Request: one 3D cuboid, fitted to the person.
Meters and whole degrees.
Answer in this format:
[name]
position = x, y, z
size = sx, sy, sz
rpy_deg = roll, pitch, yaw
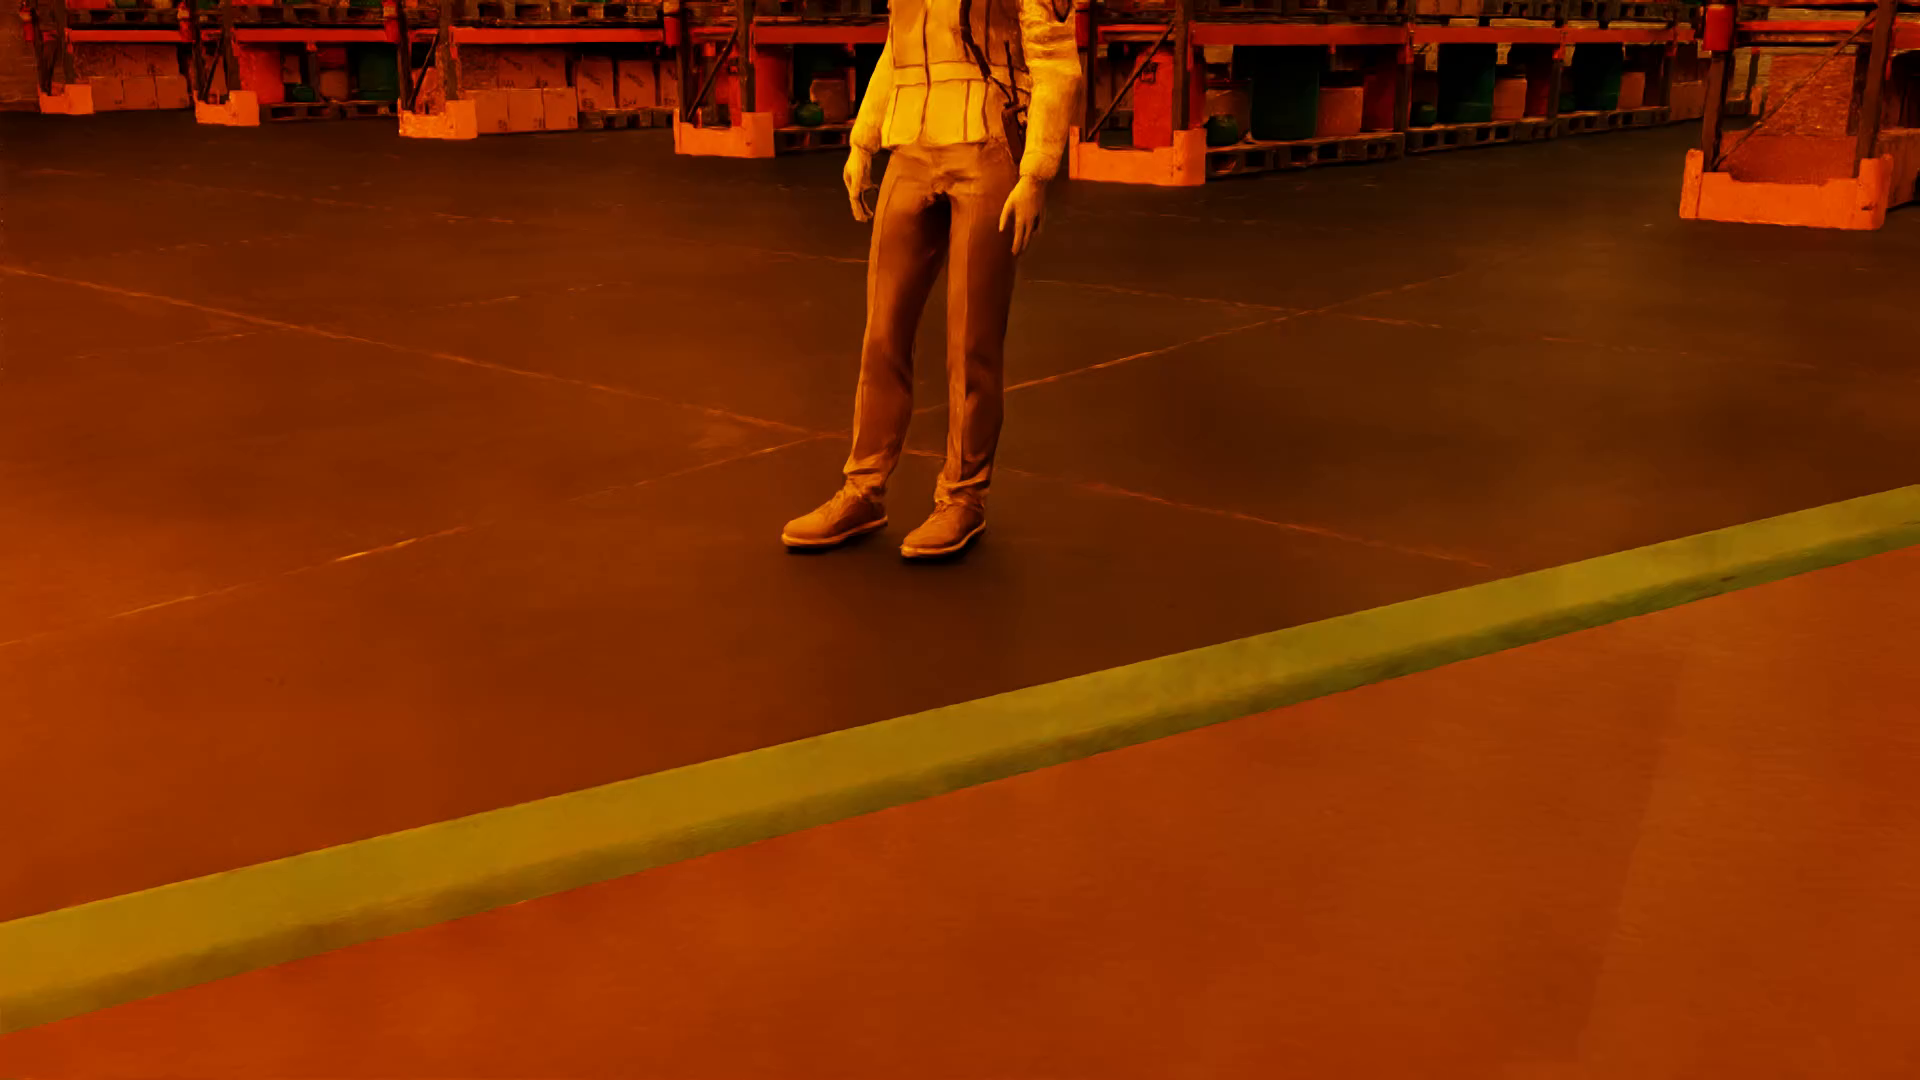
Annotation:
[person]
position = -0.049, -0.804, 3.648
size = 0.586, 1.695, 0.532
rpy_deg = 13, 21, 37
